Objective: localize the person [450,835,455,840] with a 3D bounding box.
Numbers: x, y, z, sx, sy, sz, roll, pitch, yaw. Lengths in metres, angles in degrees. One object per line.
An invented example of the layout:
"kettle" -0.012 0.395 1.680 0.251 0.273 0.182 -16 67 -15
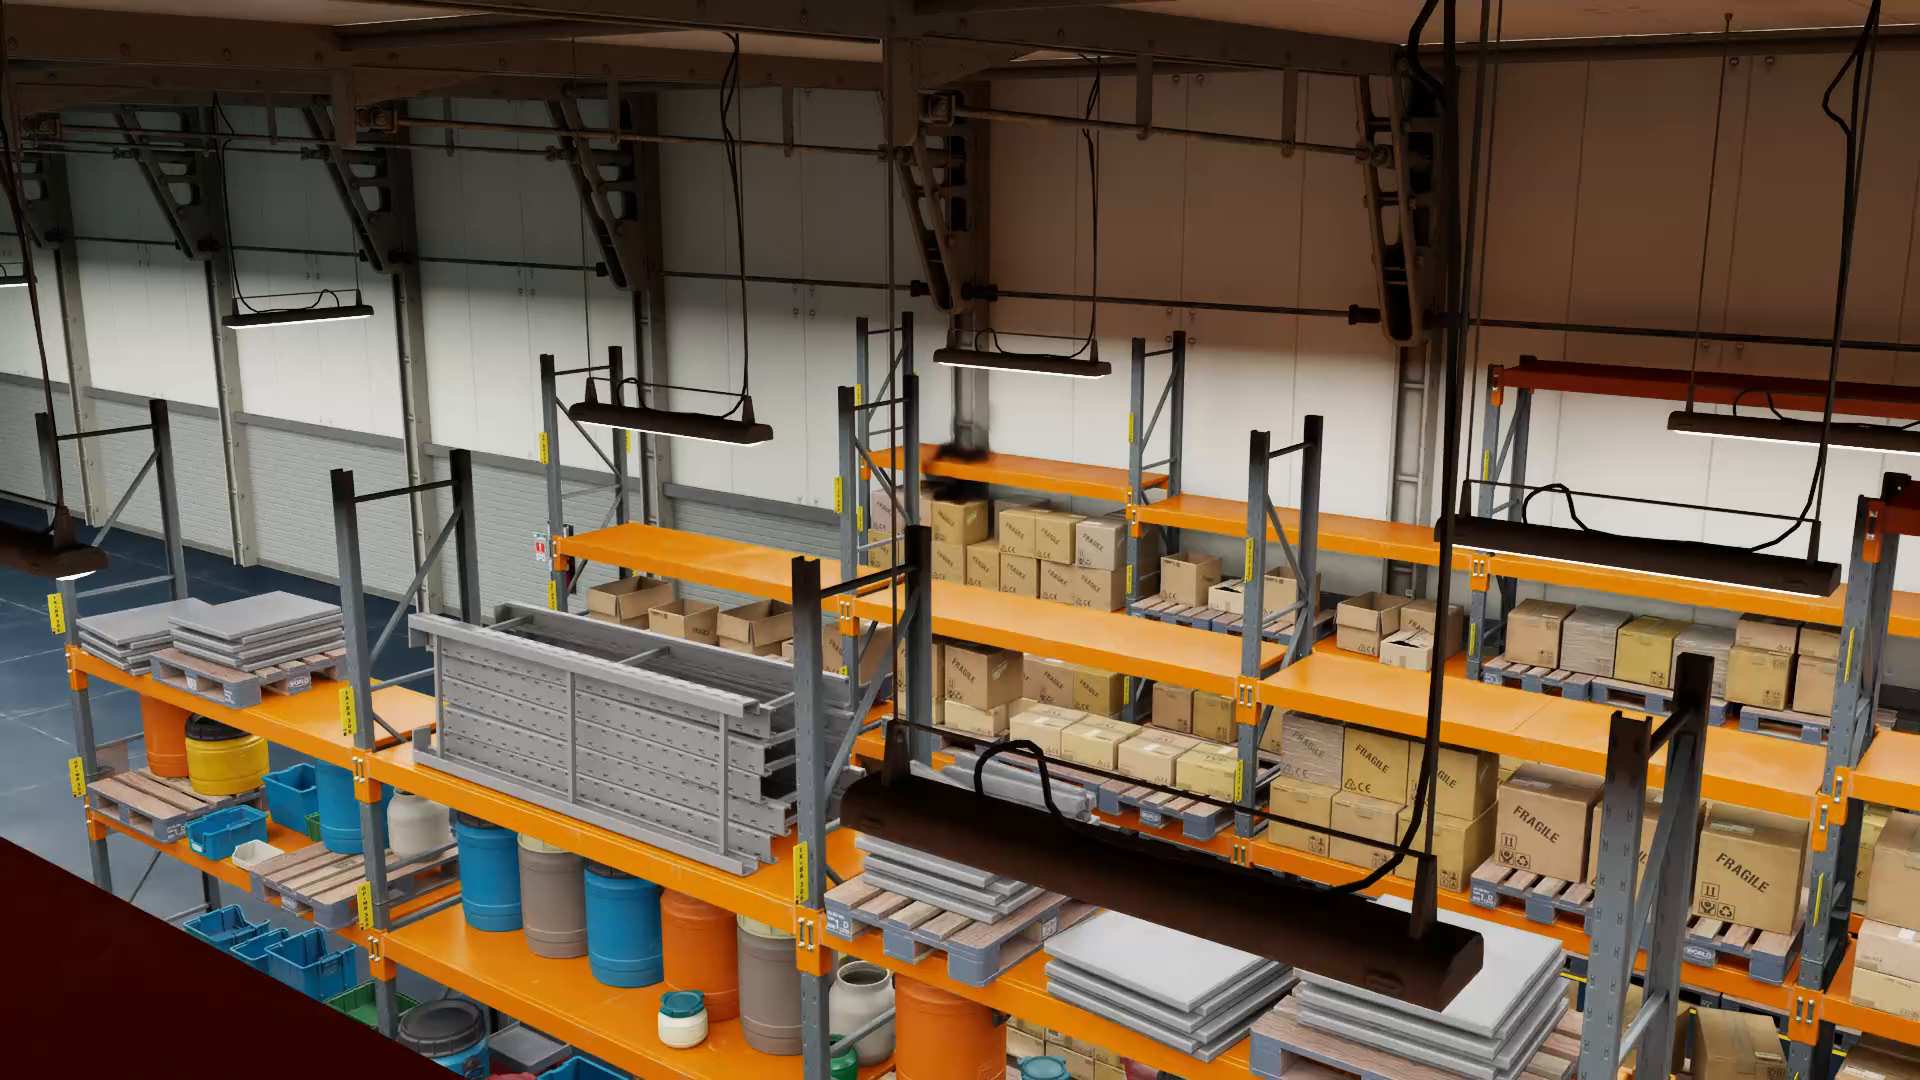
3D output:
"person" -6.091 2.933 18.787 0.668 1.774 0.662 -4 14 -17

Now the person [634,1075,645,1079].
"person" -2.249 4.339 12.858 0.877 1.671 0.594 8 15 30
